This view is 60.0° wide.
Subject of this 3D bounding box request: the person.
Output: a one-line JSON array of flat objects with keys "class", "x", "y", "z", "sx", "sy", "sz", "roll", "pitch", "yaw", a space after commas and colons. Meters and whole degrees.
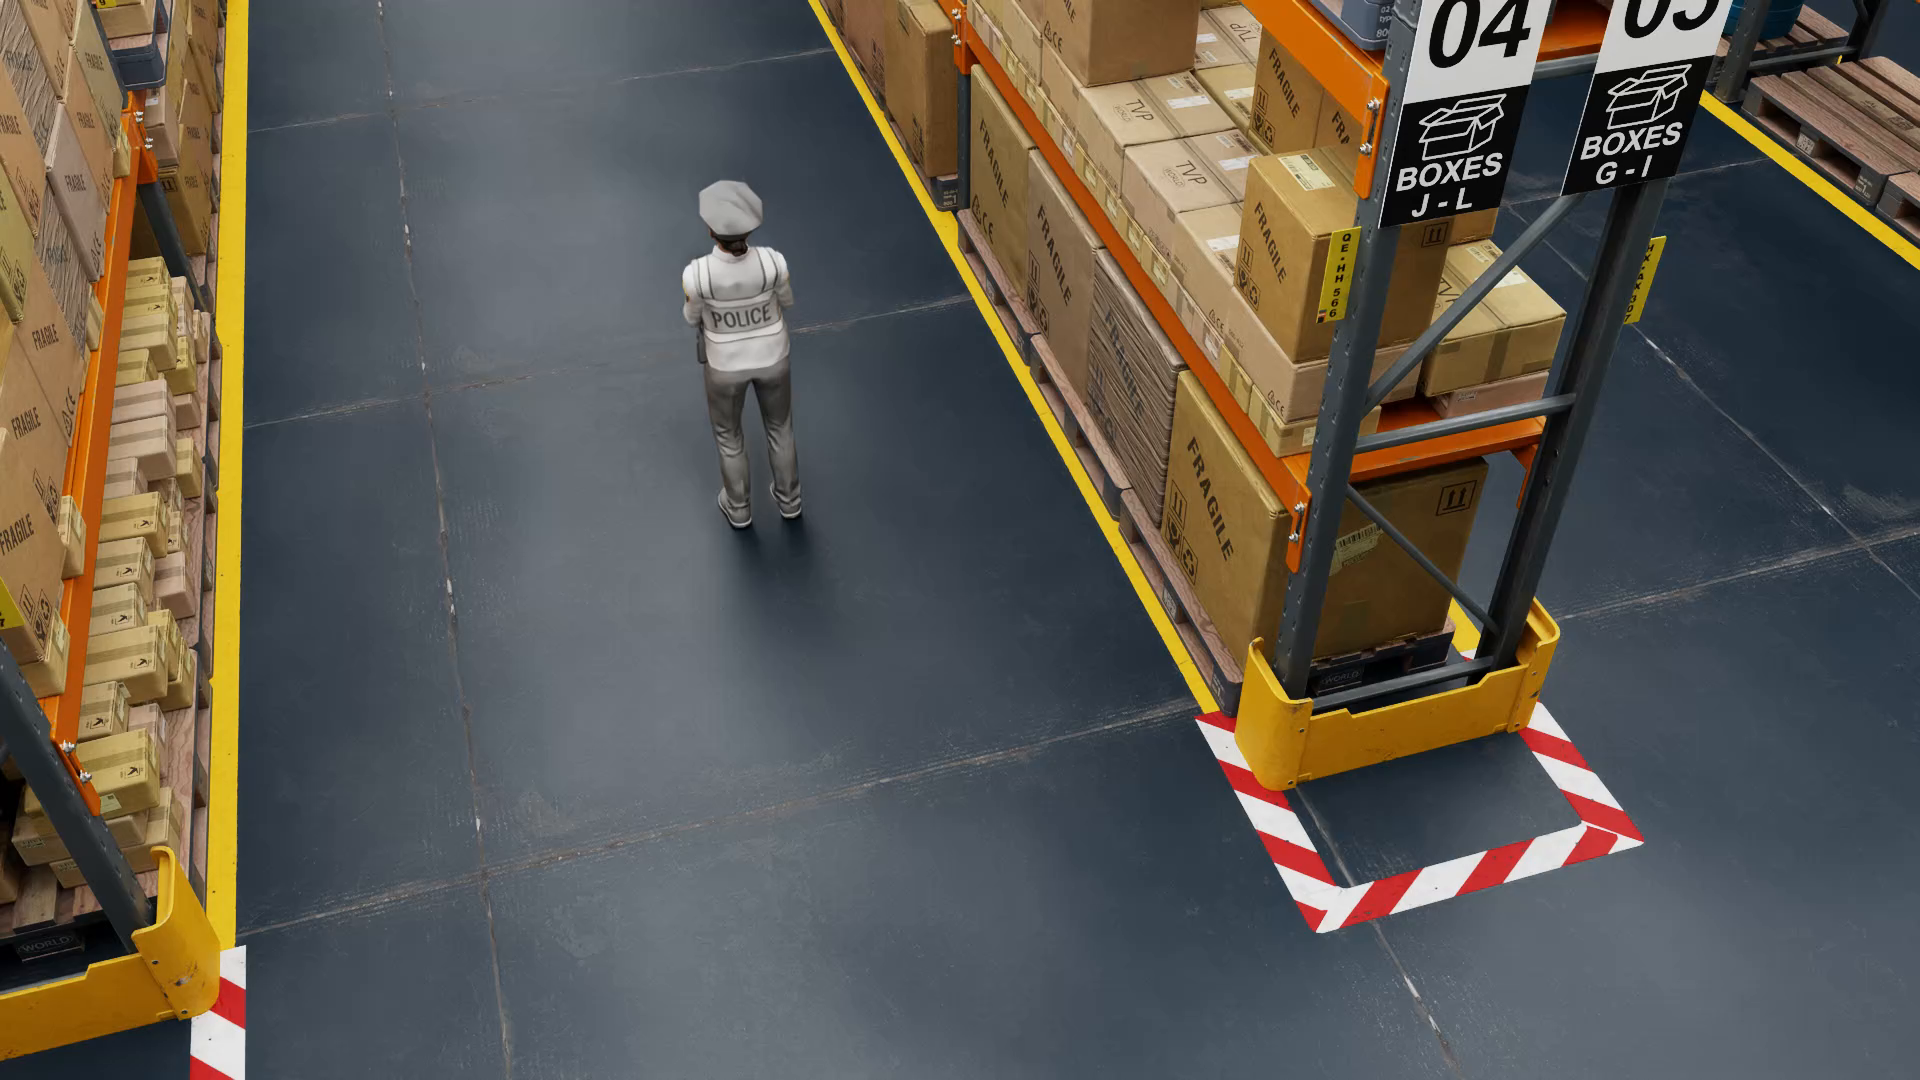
[{"class": "person", "x": -0.916, "y": -0.805, "z": 7.024, "sx": 0.459, "sy": 1.689, "sz": 0.547, "roll": -11, "pitch": 44, "yaw": -12}]
